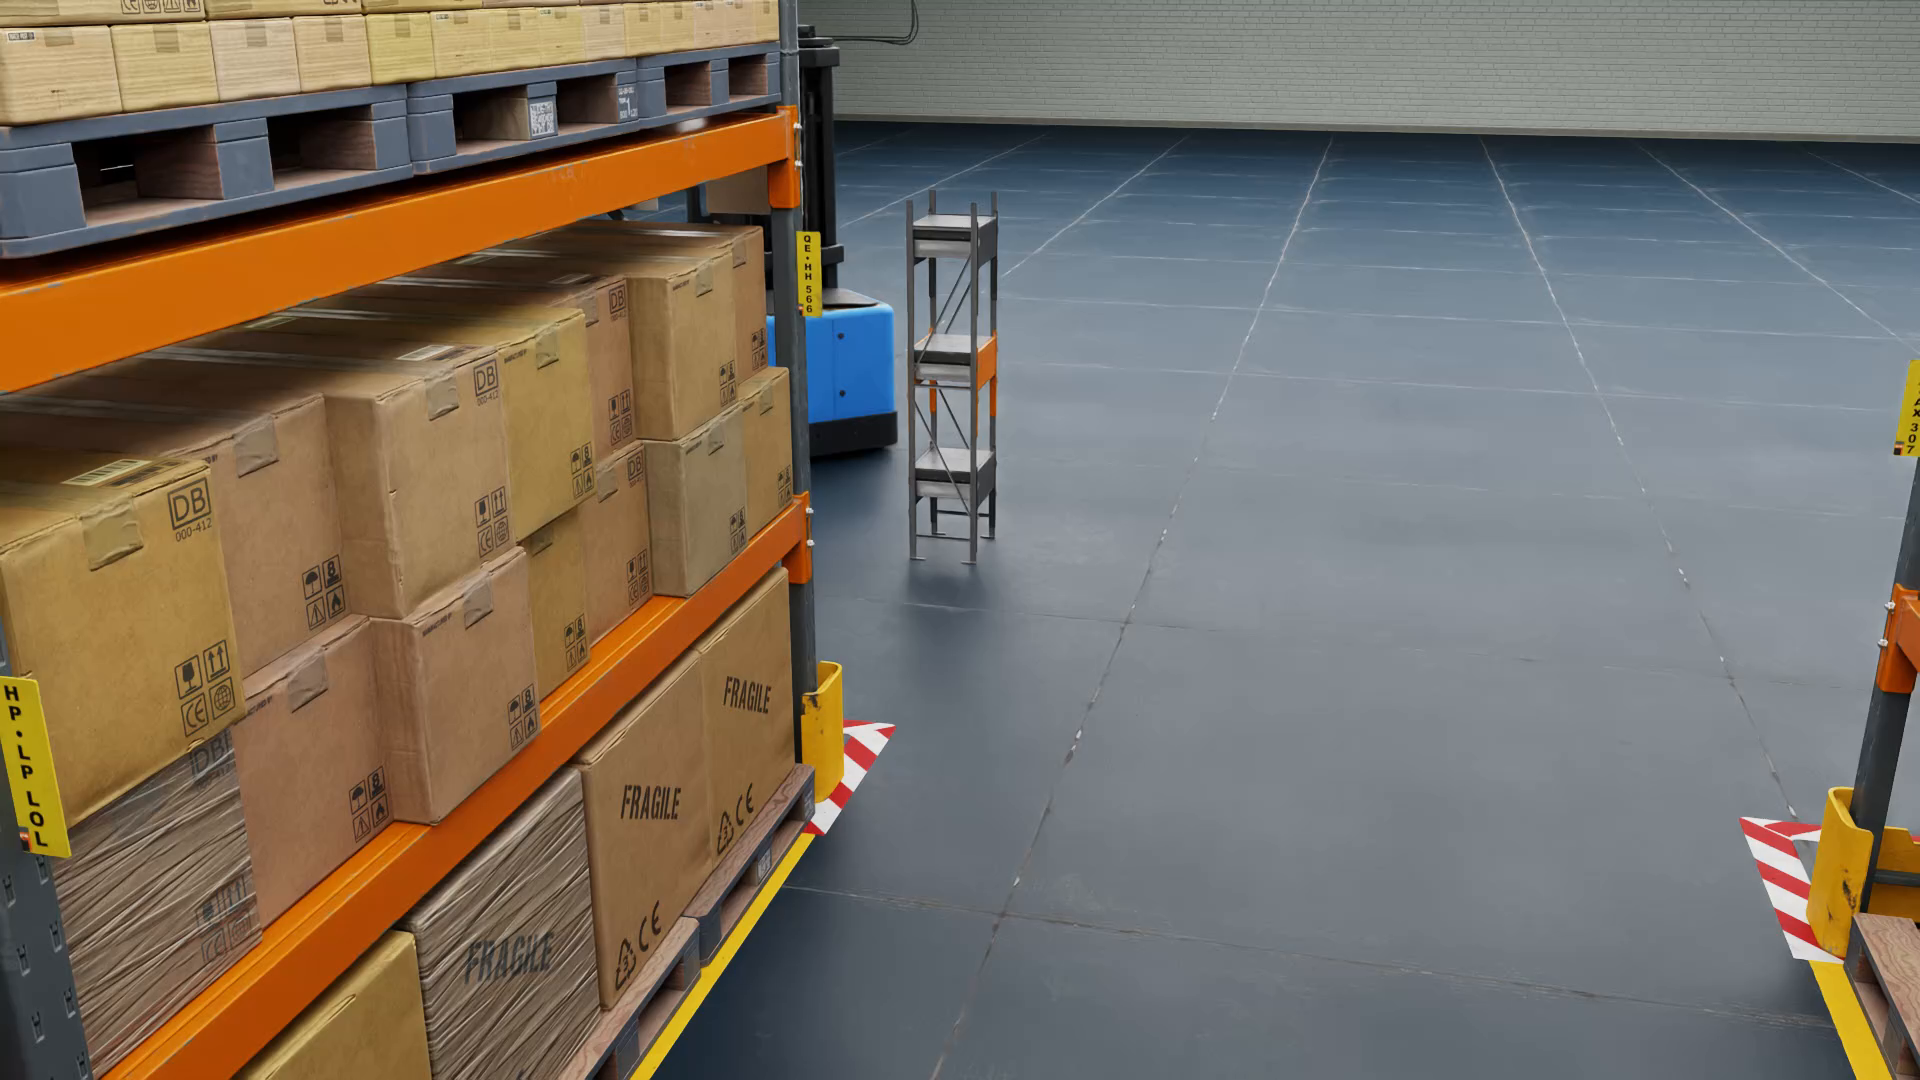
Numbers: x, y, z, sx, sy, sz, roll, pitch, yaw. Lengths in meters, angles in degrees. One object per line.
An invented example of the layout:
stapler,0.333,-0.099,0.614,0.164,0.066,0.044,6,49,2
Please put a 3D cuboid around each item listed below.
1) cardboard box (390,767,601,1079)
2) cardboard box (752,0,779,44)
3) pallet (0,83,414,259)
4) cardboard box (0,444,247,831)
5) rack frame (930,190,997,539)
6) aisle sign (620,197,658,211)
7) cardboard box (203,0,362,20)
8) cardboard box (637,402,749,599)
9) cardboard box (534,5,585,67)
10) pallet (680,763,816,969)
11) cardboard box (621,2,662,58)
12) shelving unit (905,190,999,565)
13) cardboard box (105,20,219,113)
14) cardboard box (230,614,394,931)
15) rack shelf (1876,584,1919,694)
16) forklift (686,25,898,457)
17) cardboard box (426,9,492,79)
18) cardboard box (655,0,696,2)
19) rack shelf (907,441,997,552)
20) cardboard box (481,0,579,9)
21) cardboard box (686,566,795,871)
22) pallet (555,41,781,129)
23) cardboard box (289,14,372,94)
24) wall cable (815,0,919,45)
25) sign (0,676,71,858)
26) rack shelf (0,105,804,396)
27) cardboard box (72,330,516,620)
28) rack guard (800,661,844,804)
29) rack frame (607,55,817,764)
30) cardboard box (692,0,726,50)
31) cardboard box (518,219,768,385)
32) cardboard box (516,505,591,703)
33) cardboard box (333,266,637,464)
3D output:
cardboard box,-1.641,1.182,4.724,0.875,0.875,0.875,5,19,14
cardboard box,-0.855,-1.820,5.818,0.380,0.149,0.250,5,19,13
pallet,-1.869,-0.783,3.337,1.003,0.211,1.213,5,19,13
cardboard box,-1.956,0.155,3.191,0.875,0.550,0.550,5,19,13
rack frame,0.019,-1.018,9.920,0.400,2.100,0.015,5,19,13
aisle sign,-1.376,-1.680,6.444,0.394,0.787,0.004,5,19,13
cardboard box,-1.567,-1.175,3.314,0.500,0.250,0.500,4,19,13
cardboard box,-1.262,-0.181,5.845,0.875,0.550,0.550,5,19,13
cardboard box,-1.228,-1.342,4.419,0.380,0.149,0.250,5,19,14
pallet,-1.222,1.172,6.429,1.003,0.211,1.213,5,19,13
cardboard box,-1.104,-1.501,4.884,0.380,0.149,0.250,4,19,13
shelving unit,-0.040,-0.942,9.696,0.431,2.100,0.503,5,19,13
cardboard box,-1.600,-0.866,3.025,0.380,0.149,0.250,5,19,14
cardboard box,-1.889,0.488,3.886,0.875,0.550,0.550,5,19,13
rack shelf,3.194,0.987,3.771,1.077,0.370,4.000,5,19,13
forklift,-1.609,-2.360,12.563,1.130,2.935,3.031,-10,21,-27
cardboard box,-1.352,-1.184,3.956,0.380,0.149,0.250,5,19,13
cardboard box,-1.074,-1.807,5.165,0.500,0.250,0.500,5,19,13
rack shelf,-0.040,-0.266,9.927,0.431,0.518,0.480,5,19,13
cardboard box,-1.321,-1.492,4.242,0.500,0.250,0.500,5,19,14
cardboard box,-1.204,0.620,6.368,0.875,0.875,0.875,5,19,14
pallet,-1.273,-1.548,5.576,1.003,0.211,1.213,5,19,13
cardboard box,-1.476,-1.022,3.483,0.380,0.149,0.250,4,19,13
wall cable,-2.453,-12.599,37.954,3.097,2.526,0.112,5,19,13
sign,-1.551,0.379,2.768,0.100,0.325,0.005,5,19,13
rack shelf,-1.591,-0.856,4.526,1.077,0.370,4.000,5,19,13
cardboard box,-1.669,-0.185,4.186,0.875,0.550,0.550,5,19,13
rack guard,-1.096,0.771,7.156,1.175,0.500,0.348,5,19,13
rack frame,-1.102,-0.404,6.730,1.000,3.000,0.127,5,19,13
cardboard box,-0.979,-1.660,5.351,0.380,0.149,0.250,5,19,14
cardboard box,-1.230,-0.873,6.200,0.875,0.550,0.550,5,19,13
cardboard box,-1.610,0.154,4.864,0.875,0.550,0.500,5,19,13
cardboard box,-1.544,-0.528,5.191,0.875,0.550,0.550,5,19,13
